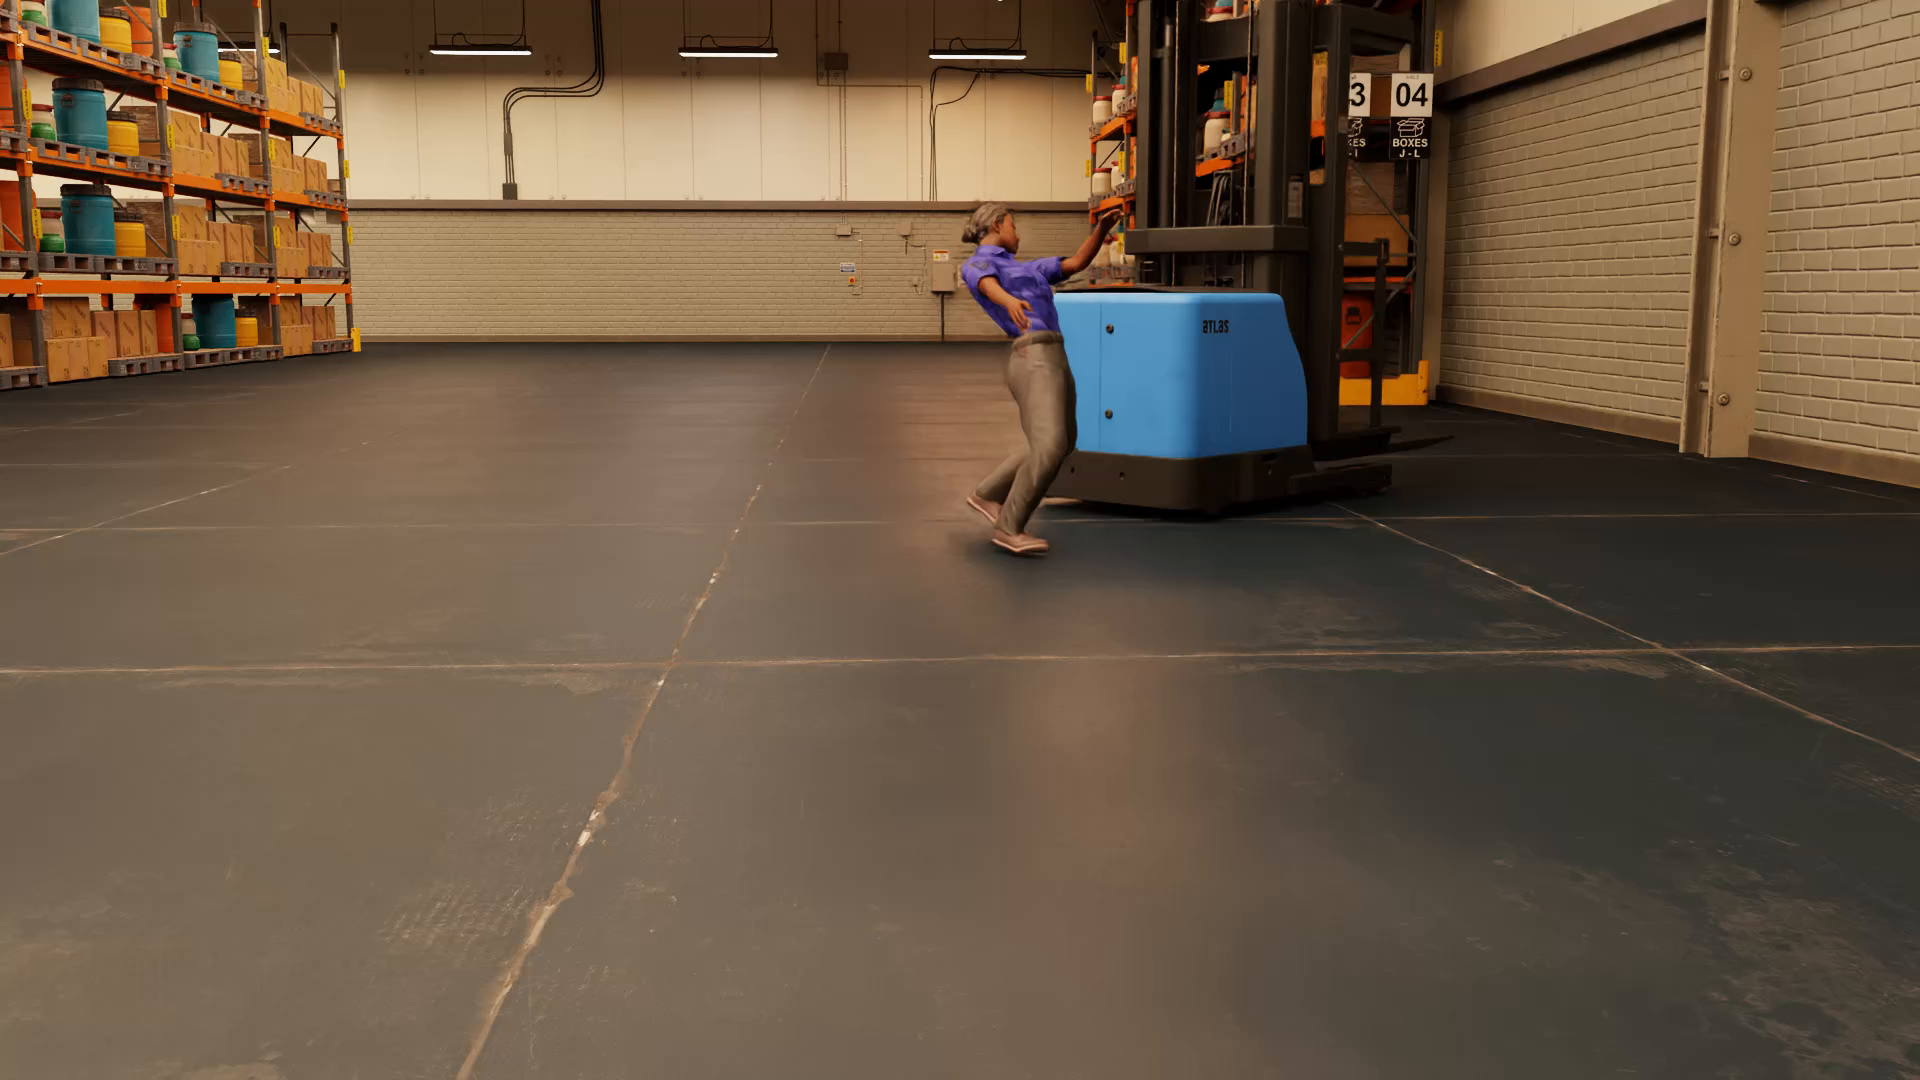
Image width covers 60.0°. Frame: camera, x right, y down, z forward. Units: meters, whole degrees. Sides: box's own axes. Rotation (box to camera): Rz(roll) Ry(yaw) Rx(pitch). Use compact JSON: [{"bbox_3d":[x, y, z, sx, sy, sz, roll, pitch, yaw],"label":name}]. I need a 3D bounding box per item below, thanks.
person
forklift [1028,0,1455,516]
[{"bbox_3d":[0.287,-0.672,6.857,0.755,1.438,0.966,2,9,14],"label":"person"},{"bbox_3d":[1.702,-1.727,8.961,1.130,2.935,3.031,8,12,43],"label":"forklift"}]
